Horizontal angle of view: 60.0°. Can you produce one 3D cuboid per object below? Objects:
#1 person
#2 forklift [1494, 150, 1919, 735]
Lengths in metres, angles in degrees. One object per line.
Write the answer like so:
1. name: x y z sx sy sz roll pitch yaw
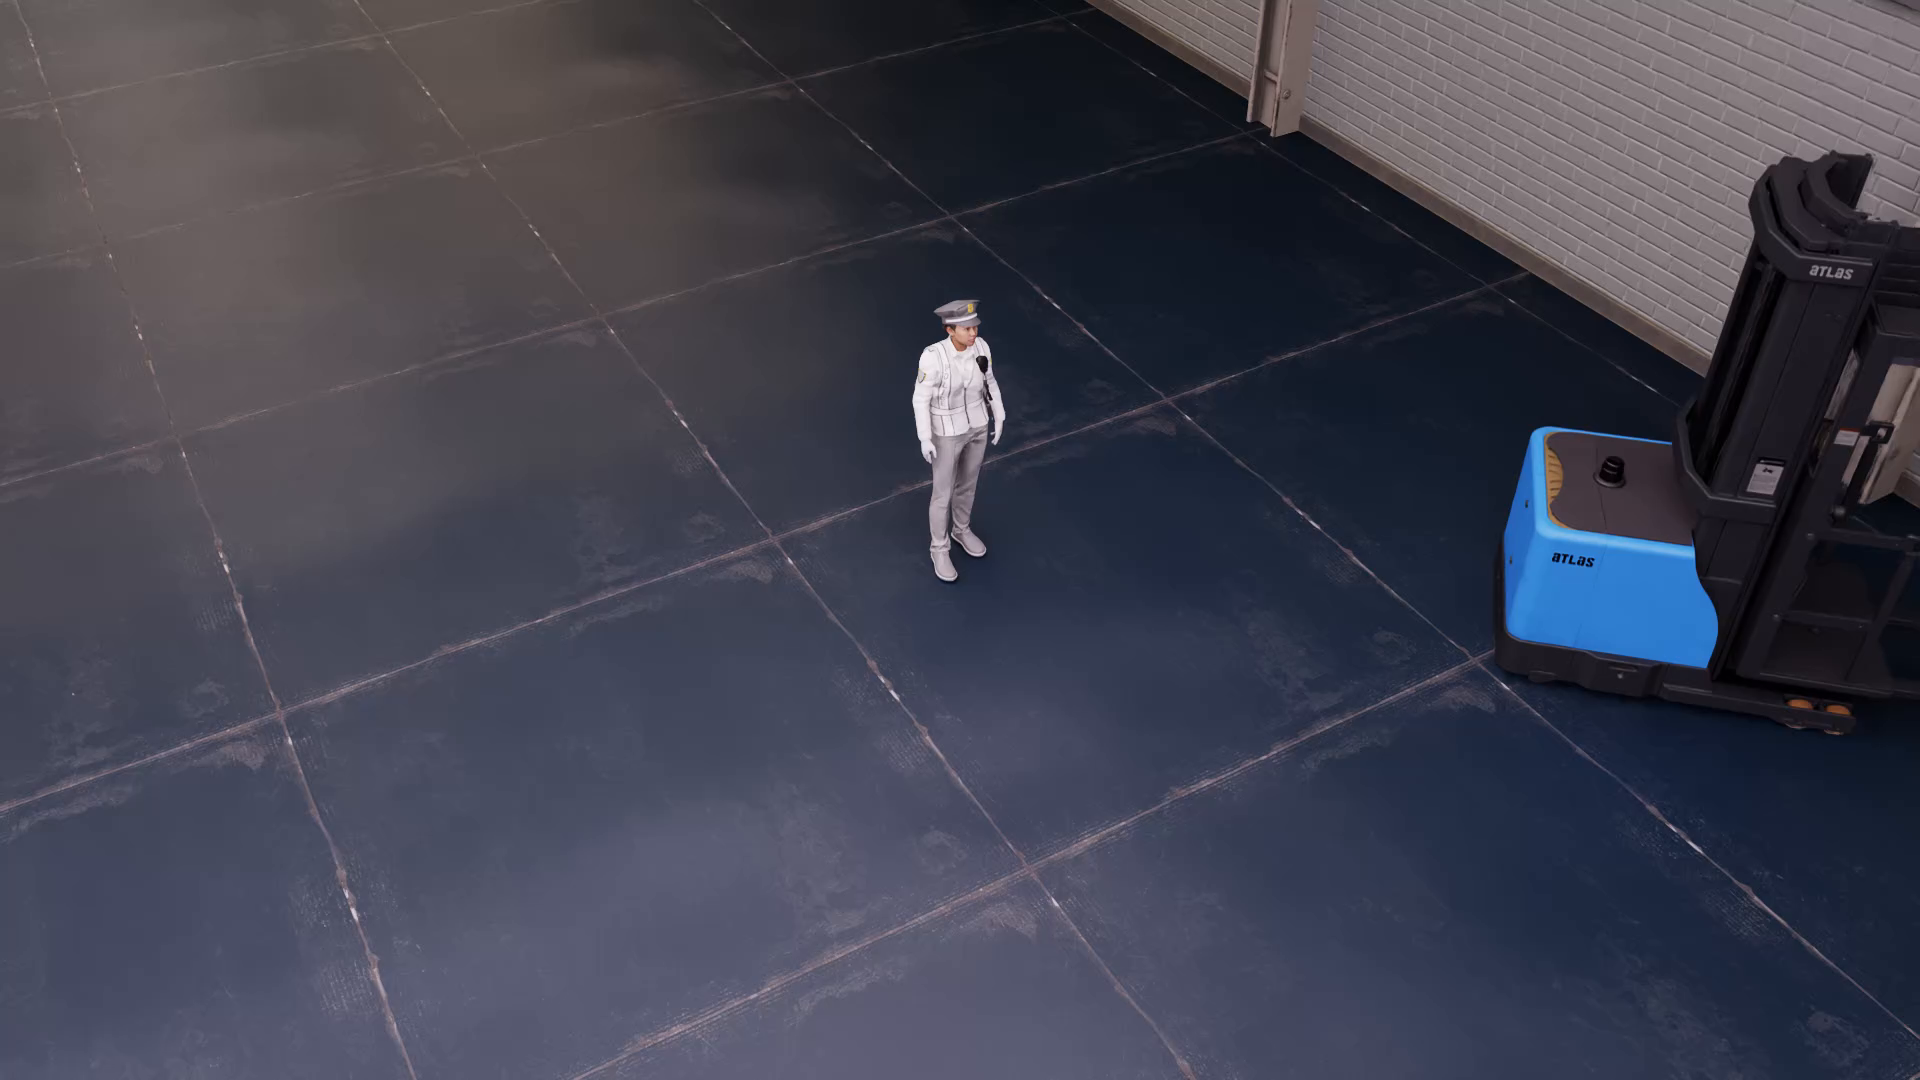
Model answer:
1. person: 0.028 -0.619 9.739 0.587 1.696 0.534 -20 44 -23
2. forklift: 4.601 -0.443 8.570 3.031 2.935 1.130 9 40 10
